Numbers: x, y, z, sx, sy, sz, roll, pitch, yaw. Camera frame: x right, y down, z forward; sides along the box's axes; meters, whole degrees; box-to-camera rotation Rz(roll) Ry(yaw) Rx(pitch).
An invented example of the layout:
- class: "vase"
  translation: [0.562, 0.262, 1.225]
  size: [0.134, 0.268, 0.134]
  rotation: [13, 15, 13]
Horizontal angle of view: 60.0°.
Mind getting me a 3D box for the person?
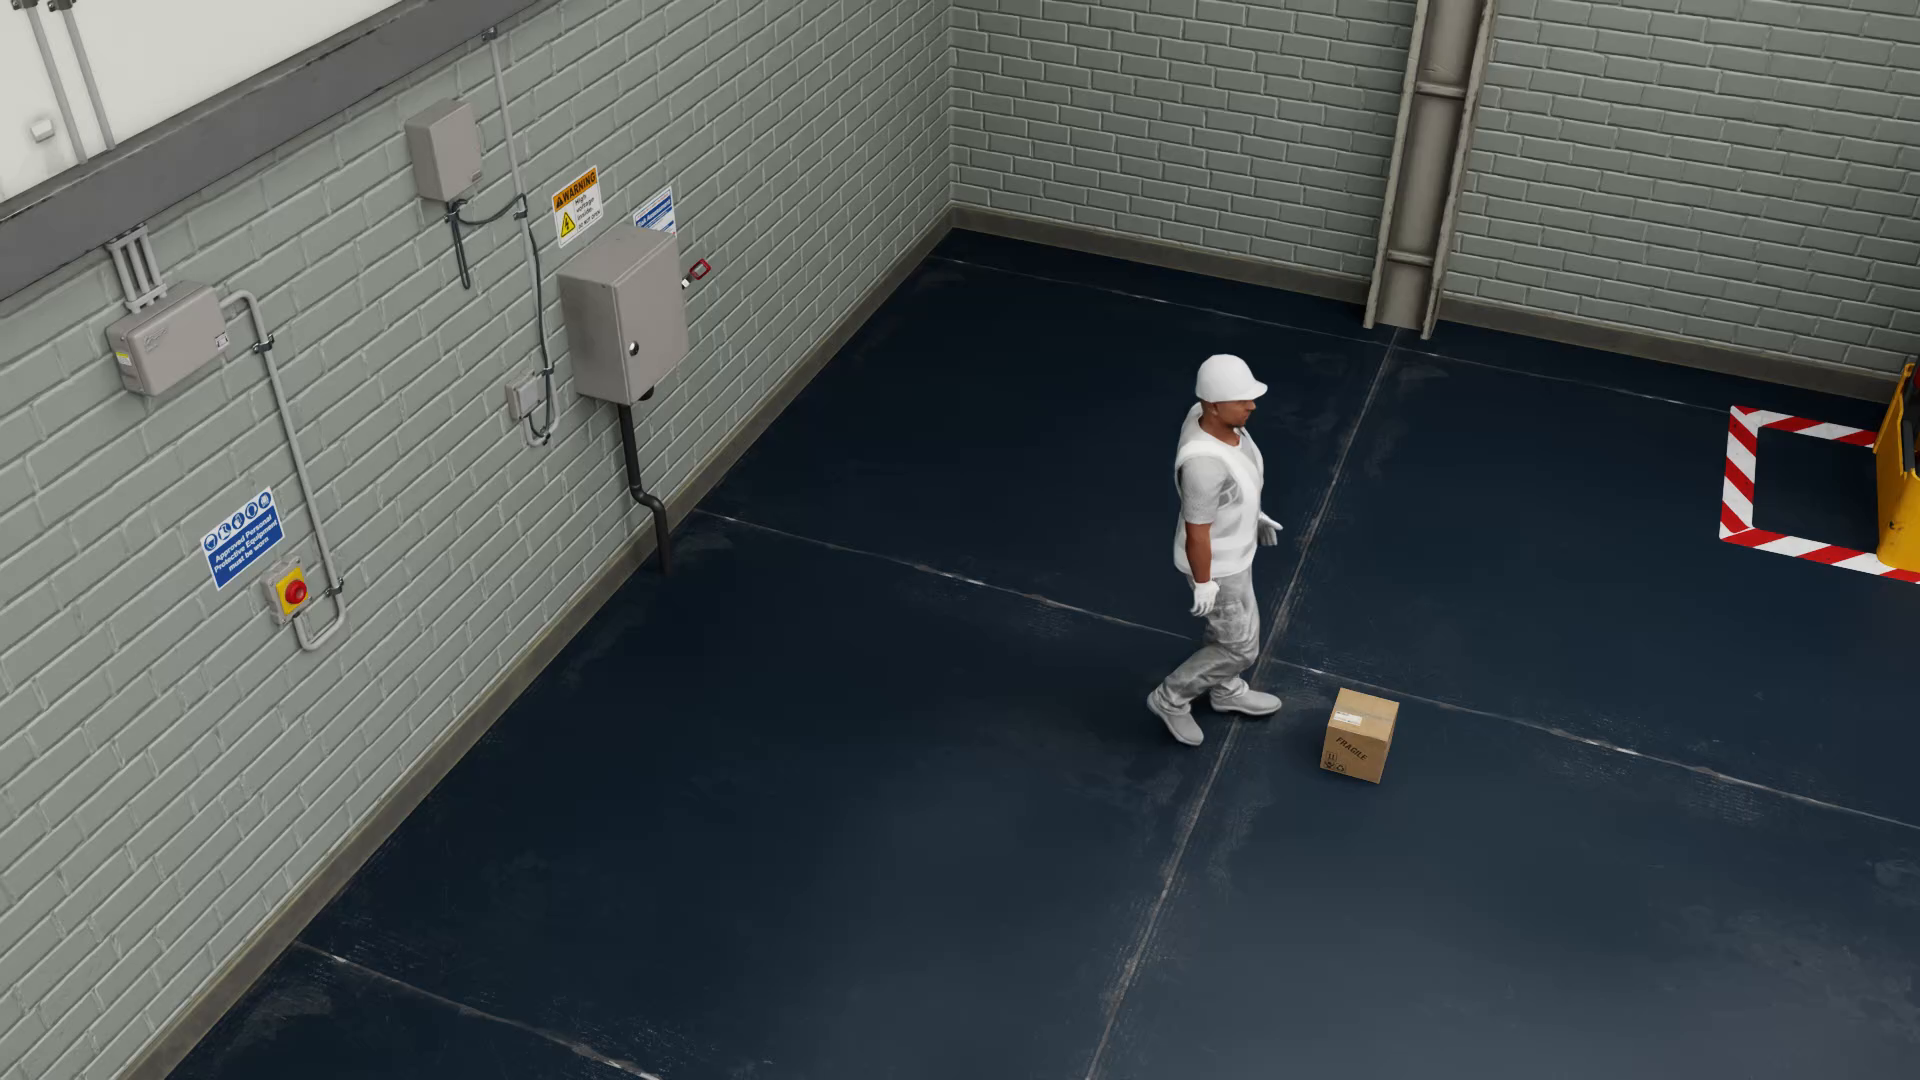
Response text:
- class: "person"
  translation: [1.103, 0.053, 6.705]
  size: [0.572, 1.781, 0.580]
  rotation: [7, 38, 9]
